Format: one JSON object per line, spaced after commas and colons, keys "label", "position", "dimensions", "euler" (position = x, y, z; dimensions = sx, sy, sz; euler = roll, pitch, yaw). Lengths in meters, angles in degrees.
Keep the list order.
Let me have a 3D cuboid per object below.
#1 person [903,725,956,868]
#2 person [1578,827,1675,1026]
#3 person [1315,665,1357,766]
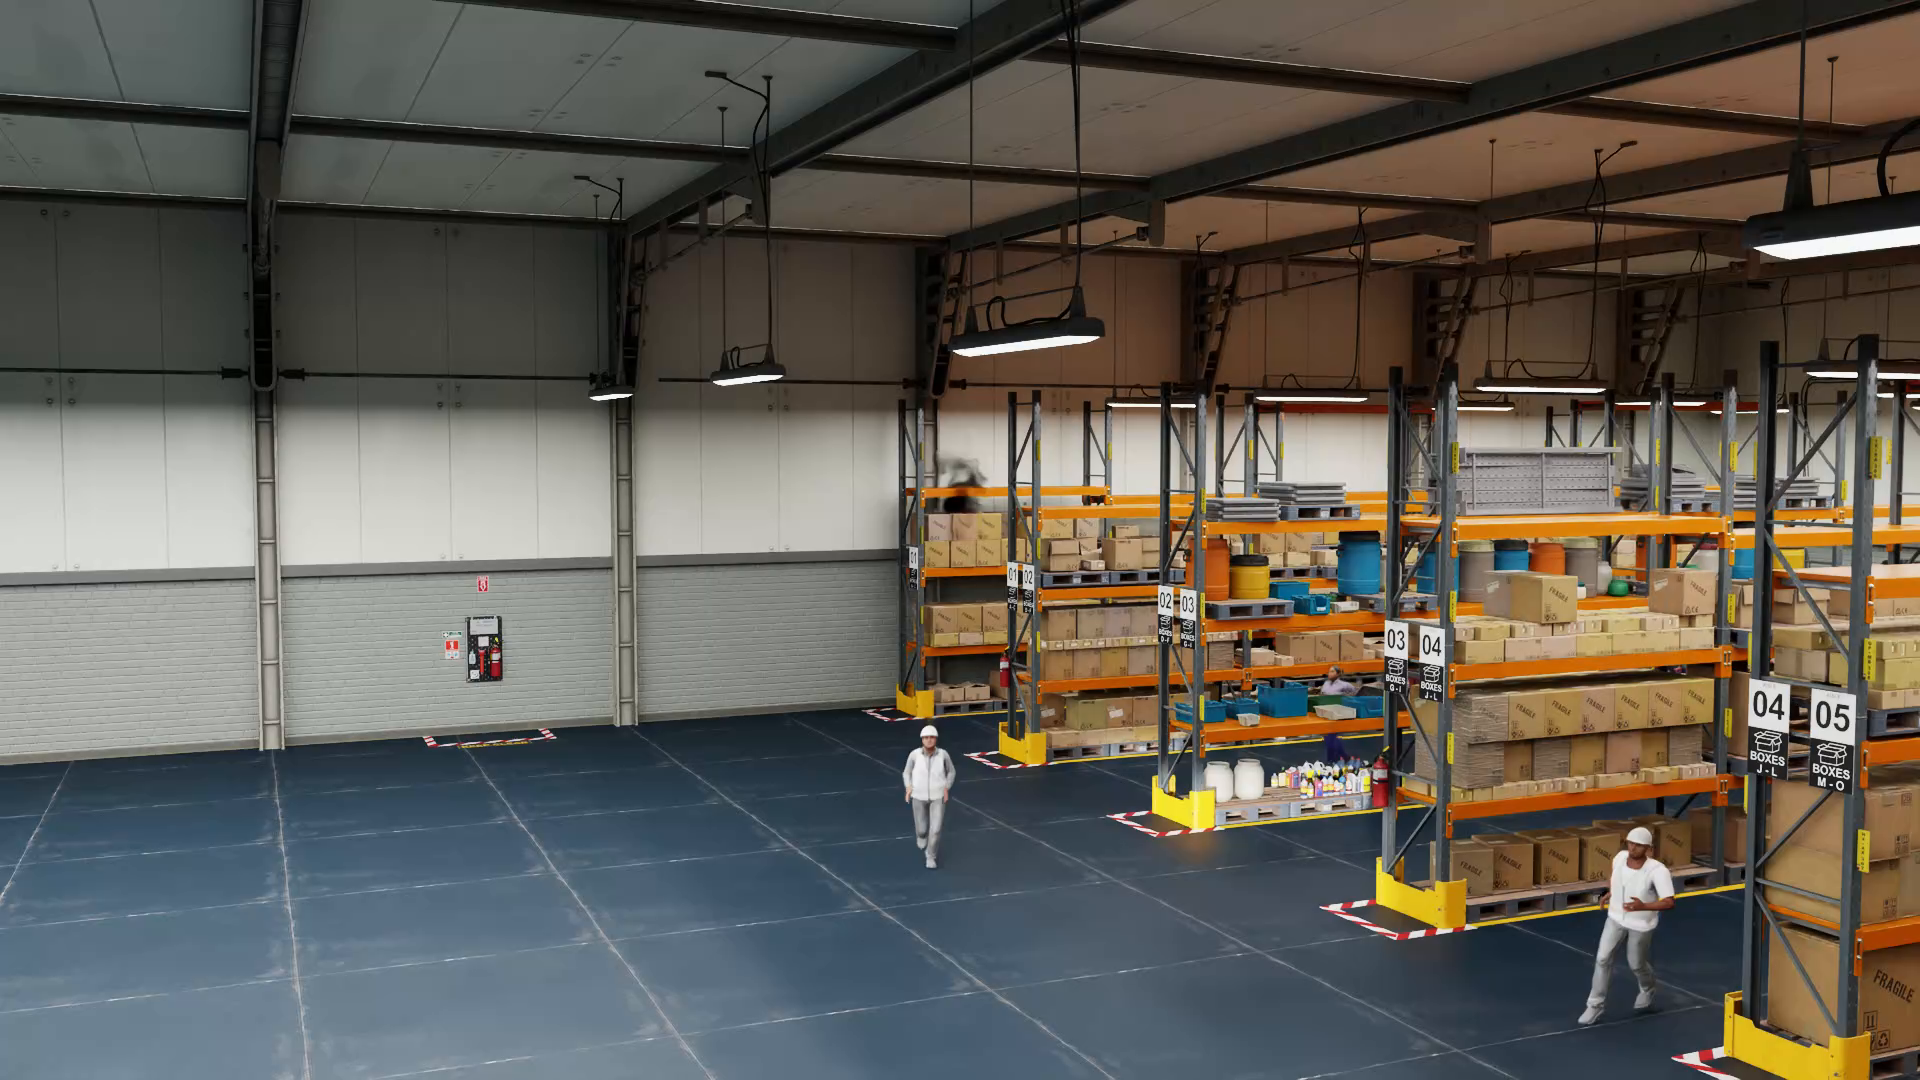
{"label": "person", "position": [-0.372, 3.115, 20.386], "dimensions": [0.650, 1.727, 0.636], "euler": [0, 3, -1]}
{"label": "person", "position": [6.009, 3.420, 14.792], "dimensions": [0.914, 1.780, 0.721], "euler": [-3, 4, -39]}
{"label": "person", "position": [5.878, 2.815, 26.136], "dimensions": [0.708, 1.700, 0.585], "euler": [-2, 4, -29]}
